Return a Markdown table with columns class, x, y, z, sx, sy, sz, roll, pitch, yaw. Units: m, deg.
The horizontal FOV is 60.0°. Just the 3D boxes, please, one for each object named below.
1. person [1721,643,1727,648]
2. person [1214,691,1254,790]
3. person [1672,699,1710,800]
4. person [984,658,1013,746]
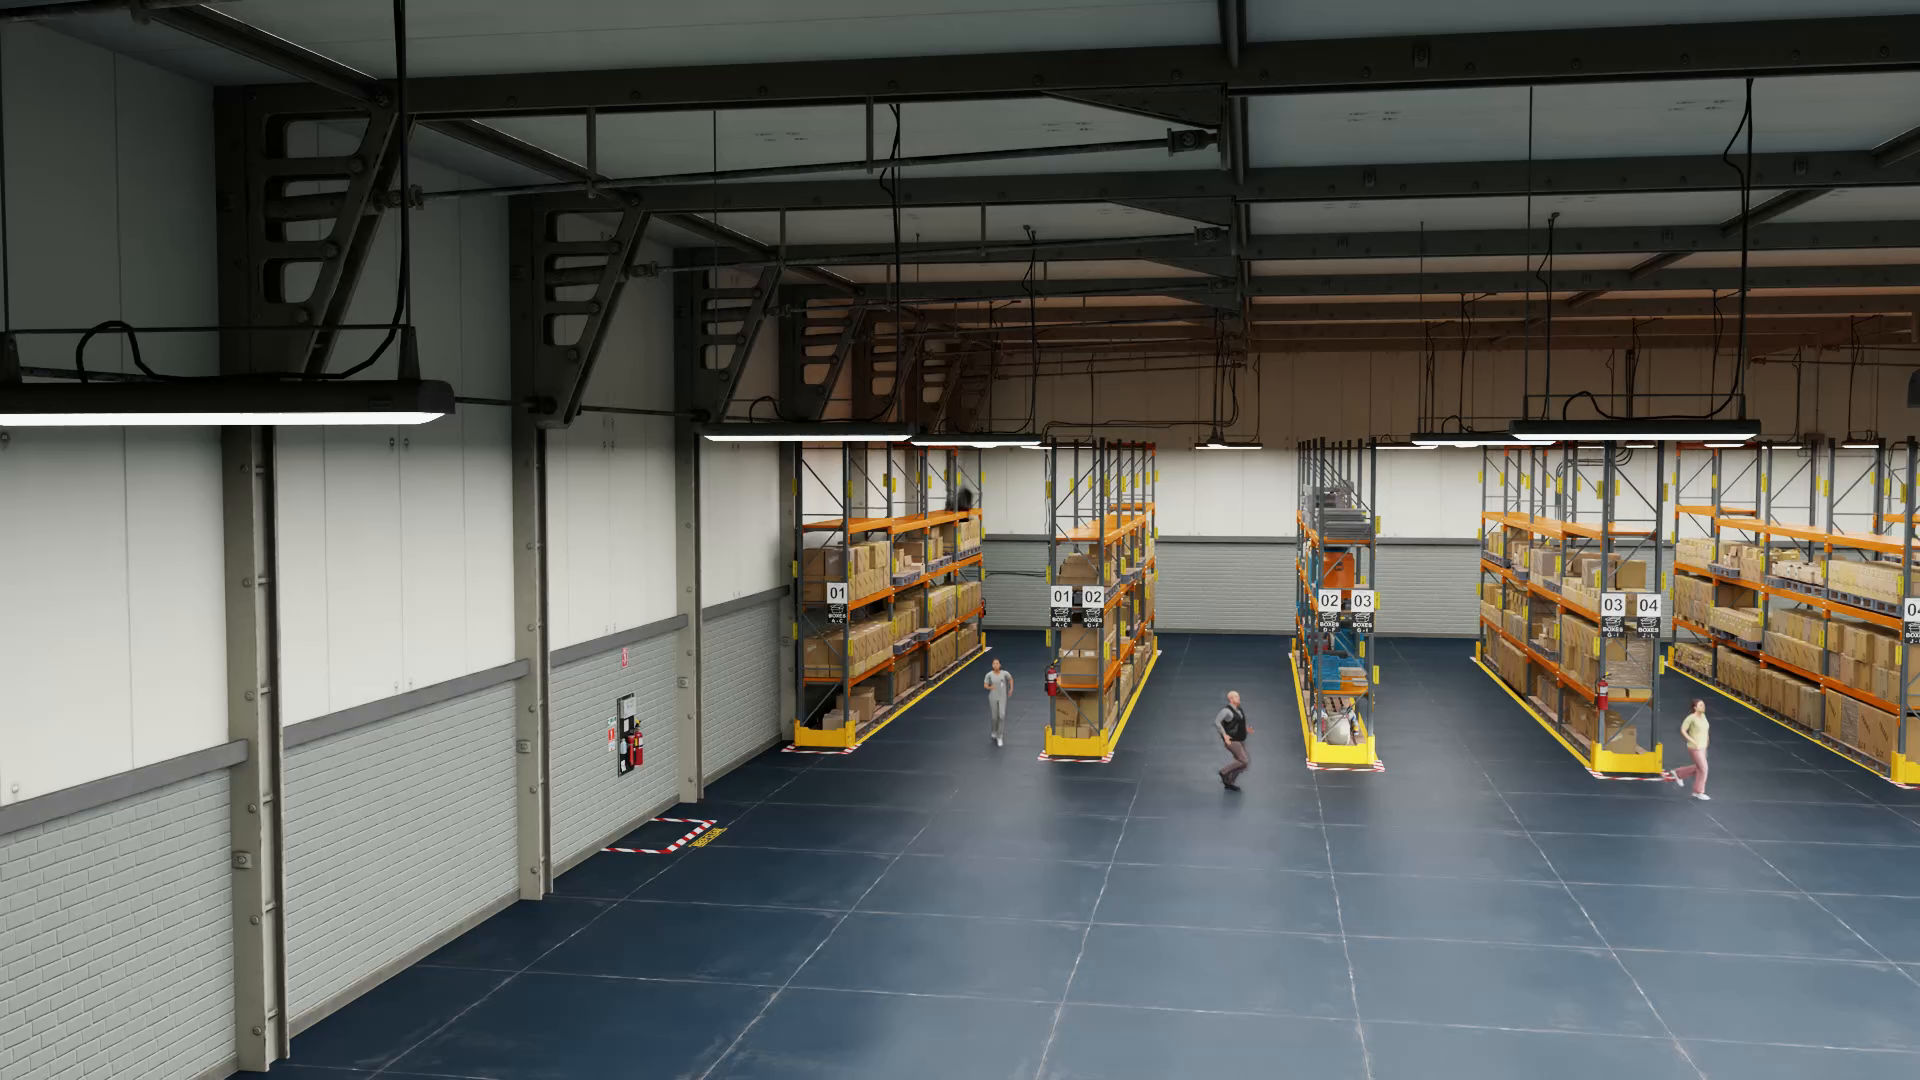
| class | x | y | z | sx | sy | sz | roll | pitch | yaw |
| --- | --- | --- | --- | --- | --- | --- | --- | --- | --- |
| person | 21.107 | 2.400 | 45.595 | 0.857 | 1.828 | 0.644 | 0 | 3 | 7 |
| person | 4.675 | 3.394 | 28.063 | 0.572 | 1.676 | 0.658 | 2 | 4 | 37 |
| person | 12.161 | 3.447 | 27.647 | 0.583 | 1.668 | 0.687 | -2 | 4 | -33 |
| person | 0.750 | 3.171 | 32.736 | 0.570 | 1.698 | 0.805 | 0 | 3 | 4 |
